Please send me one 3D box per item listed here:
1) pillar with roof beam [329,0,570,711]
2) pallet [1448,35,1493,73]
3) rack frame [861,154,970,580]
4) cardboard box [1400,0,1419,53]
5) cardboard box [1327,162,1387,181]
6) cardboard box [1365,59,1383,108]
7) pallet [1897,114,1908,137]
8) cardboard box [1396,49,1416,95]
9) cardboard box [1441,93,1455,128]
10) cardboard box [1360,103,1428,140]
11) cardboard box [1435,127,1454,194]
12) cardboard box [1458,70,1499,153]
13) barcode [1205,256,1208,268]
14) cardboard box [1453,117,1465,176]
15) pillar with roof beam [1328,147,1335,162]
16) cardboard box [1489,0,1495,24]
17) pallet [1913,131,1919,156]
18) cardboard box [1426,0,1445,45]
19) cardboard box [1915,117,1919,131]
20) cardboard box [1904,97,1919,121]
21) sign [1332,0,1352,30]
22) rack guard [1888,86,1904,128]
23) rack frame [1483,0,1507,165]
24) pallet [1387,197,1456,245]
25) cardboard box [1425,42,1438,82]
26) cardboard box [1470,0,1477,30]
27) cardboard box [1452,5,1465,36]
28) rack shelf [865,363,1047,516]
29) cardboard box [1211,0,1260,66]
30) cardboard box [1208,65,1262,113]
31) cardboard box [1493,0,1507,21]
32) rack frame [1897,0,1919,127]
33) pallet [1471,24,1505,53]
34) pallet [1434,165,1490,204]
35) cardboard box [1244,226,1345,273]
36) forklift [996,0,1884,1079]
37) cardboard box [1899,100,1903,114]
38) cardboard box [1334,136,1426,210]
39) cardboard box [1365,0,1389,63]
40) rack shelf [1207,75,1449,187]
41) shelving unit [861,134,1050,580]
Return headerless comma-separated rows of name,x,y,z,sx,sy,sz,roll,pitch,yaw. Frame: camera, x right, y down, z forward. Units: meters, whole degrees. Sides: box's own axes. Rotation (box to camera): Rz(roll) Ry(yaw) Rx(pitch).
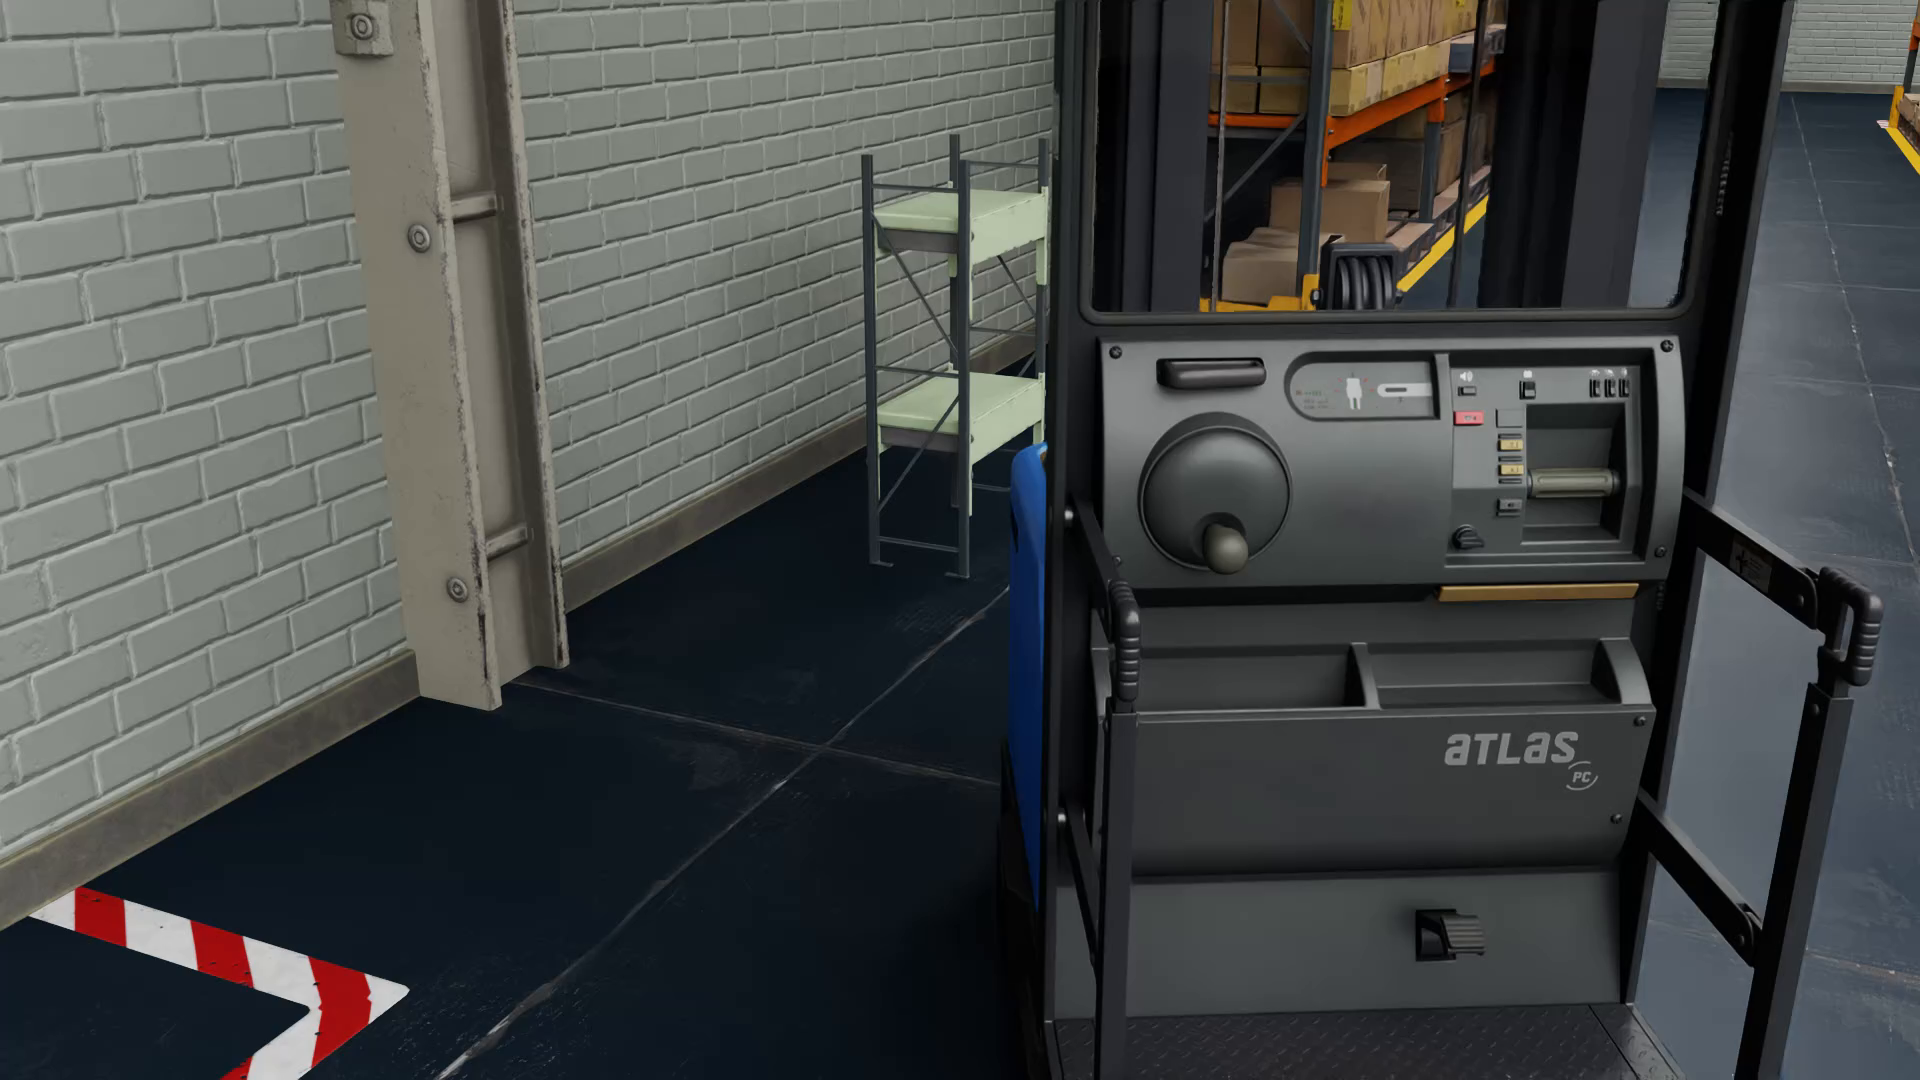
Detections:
pillar with roof beam,2.454,-3.215,2.078,9.100,9.000,0.400,9,21,23
pallet,3.569,-3.826,13.038,1.003,0.211,1.213,9,21,23
rack frame,-0.153,-0.593,5.897,0.400,1.500,0.023,9,21,23
cardboard box,2.585,-3.343,10.468,0.500,0.500,0.500,9,22,24
cardboard box,2.735,-2.410,11.842,0.500,0.500,0.500,7,21,19
cardboard box,2.175,-2.685,9.737,0.500,0.250,0.500,8,21,21
pallet,12.202,-5.112,20.528,1.003,0.211,1.213,9,21,23
cardboard box,2.598,-2.994,10.606,0.500,0.250,0.500,9,21,23
cardboard box,4.018,-3.758,14.514,0.500,0.250,0.500,8,21,22
cardboard box,3.587,-3.448,13.643,0.500,0.250,0.500,8,21,22
cardboard box,3.821,-3.275,14.275,0.700,0.500,0.500,9,21,23
cardboard box,5.182,-4.318,16.714,0.750,0.750,0.750,8,21,22
barcode,1.494,-1.685,10.072,0.001,0.075,0.075,9,21,23
cardboard box,4.197,-3.587,15.151,0.700,0.500,0.500,9,21,23
pillar with roof beam,7.368,-6.883,12.393,9.100,9.000,0.400,9,21,23
cardboard box,4.578,-5.035,15.345,0.700,0.500,0.500,6,20,16
pallet,11.202,-4.366,18.430,1.003,0.211,1.213,9,21,23
cardboard box,3.013,-3.655,11.344,0.500,0.500,0.500,8,21,22
cardboard box,10.994,-4.670,18.722,0.380,0.149,0.250,9,21,23
cardboard box,11.667,-5.172,19.981,0.500,0.250,0.500,9,21,23
sign,1.981,-2.814,8.612,0.100,0.325,0.005,9,21,23
rack guard,12.527,-5.492,21.165,1.175,0.500,0.348,9,21,23
rack frame,4.762,-4.926,15.843,1.000,3.000,0.127,9,21,23
pallet,3.441,-2.627,13.542,1.003,0.211,1.213,9,21,23
cardboard box,2.995,-3.304,11.477,0.500,0.250,0.500,9,21,23
cardboard box,4.088,-4.651,14.265,0.700,0.500,0.500,9,21,23
cardboard box,3.599,-4.278,13.216,0.700,0.500,0.500,11,22,28
rack shelf,-0.003,-0.397,6.321,0.431,0.370,0.720,9,21,23
cardboard box,1.485,-2.946,9.350,0.500,0.500,0.500,8,21,22
cardboard box,1.500,-2.589,9.465,0.500,0.250,0.500,9,21,23
cardboard box,5.194,-5.236,16.092,0.500,0.500,0.500,9,22,24
rack frame,12.558,-6.693,20.812,1.000,3.000,0.127,9,21,23
pallet,4.567,-4.603,15.221,1.213,0.211,1.003,9,21,23
pallet,4.440,-3.373,15.639,1.003,0.211,1.213,9,21,23
cardboard box,2.084,-1.794,10.393,0.500,0.311,0.500,11,22,27
forklift,0.698,-0.123,2.439,1.130,2.935,3.031,-1,20,-3
cardboard box,11.971,-5.408,20.770,0.380,0.166,0.250,9,21,23
cardboard box,3.410,-2.960,13.389,0.700,0.500,0.500,9,22,25
cardboard box,2.167,-3.027,9.578,0.500,0.500,0.500,9,21,23
rack shelf,2.305,-2.753,10.806,1.077,0.370,4.000,9,21,23
shelving unit,-0.003,-0.705,6.212,0.431,1.500,0.755,9,21,23
